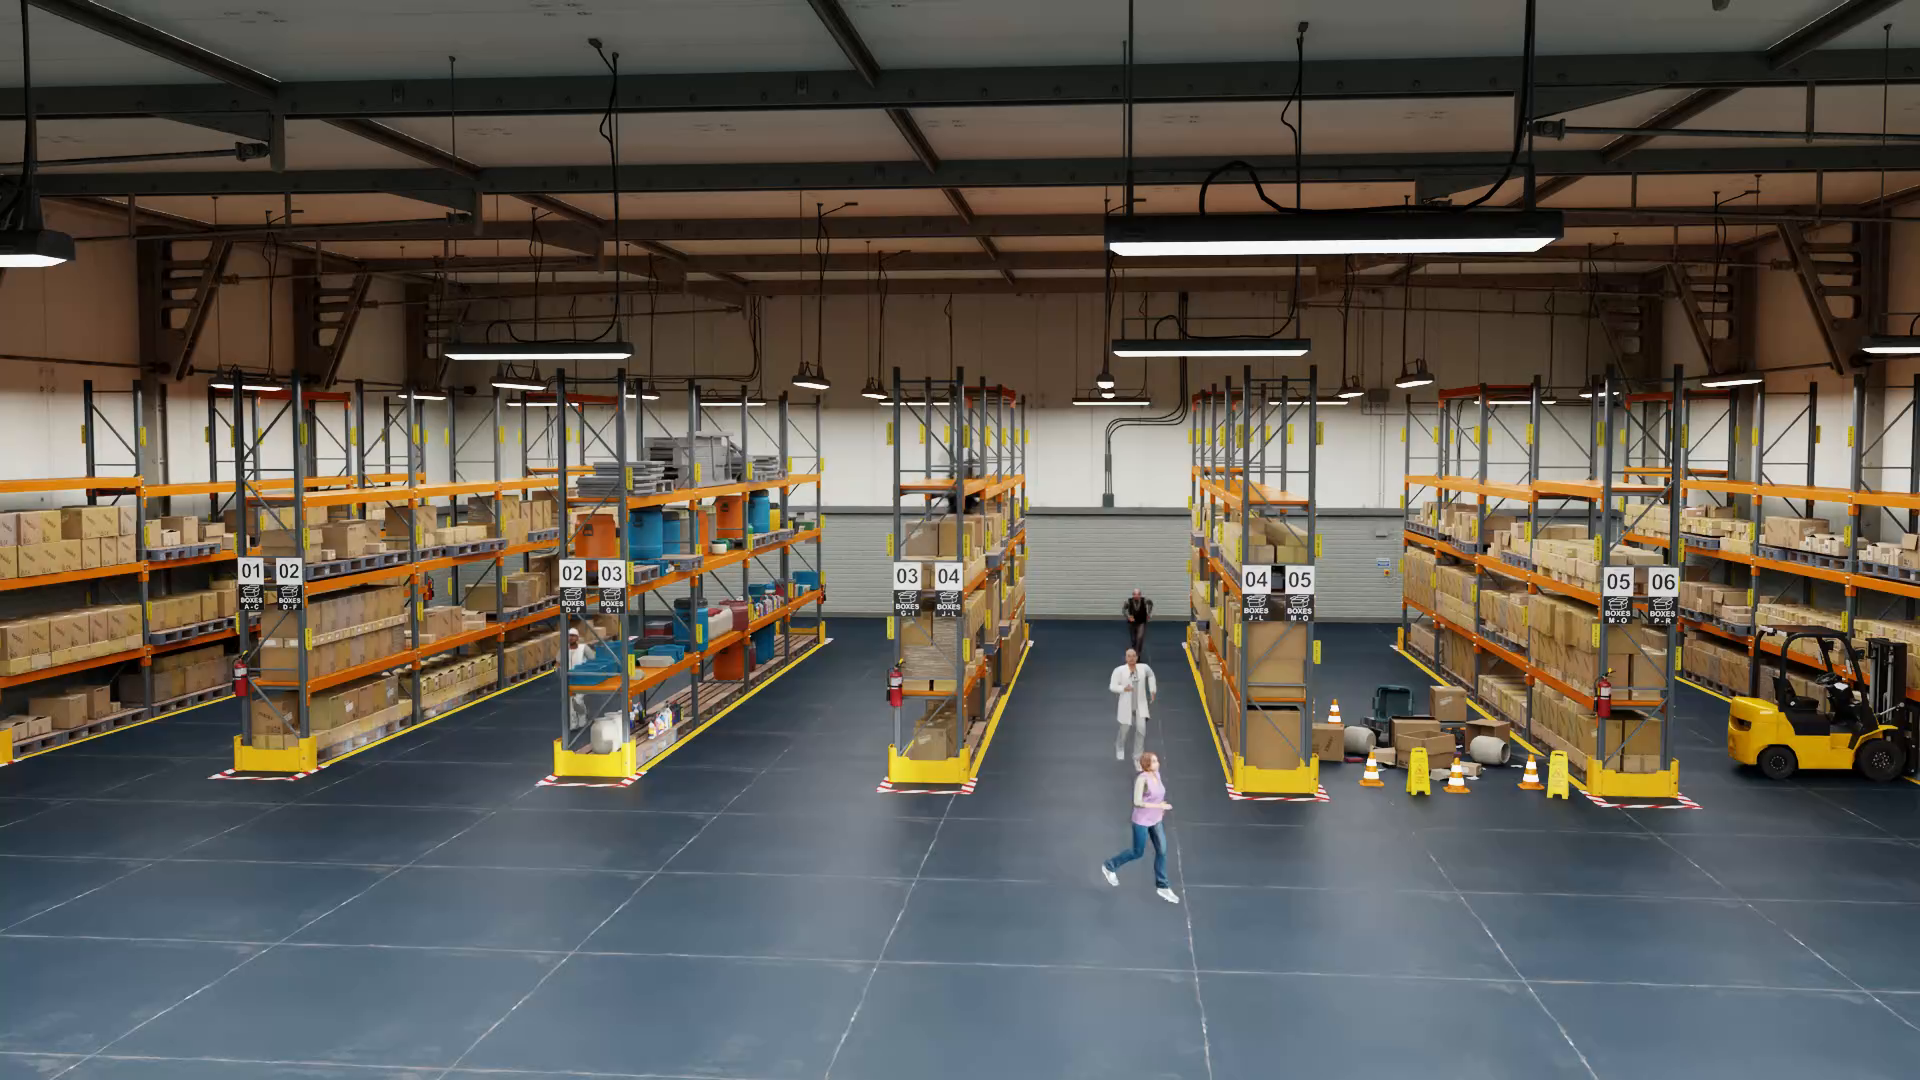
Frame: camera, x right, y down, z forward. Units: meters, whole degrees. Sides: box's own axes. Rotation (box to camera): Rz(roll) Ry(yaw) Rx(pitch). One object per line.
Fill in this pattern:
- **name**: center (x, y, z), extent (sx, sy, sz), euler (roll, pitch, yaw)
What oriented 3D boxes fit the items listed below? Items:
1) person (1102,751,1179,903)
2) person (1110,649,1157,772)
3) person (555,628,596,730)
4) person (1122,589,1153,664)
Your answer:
- **person**: center (1.989, 3.080, 18.076), extent (0.886, 1.606, 0.551), euler (3, 5, 41)
- **person**: center (2.618, 2.553, 25.202), extent (0.731, 1.836, 0.988), euler (0, 4, -1)
- **person**: center (-6.563, 2.372, 28.187), extent (0.669, 1.737, 0.589), euler (0, 4, 3)
- **person**: center (3.938, 1.897, 37.058), extent (0.697, 1.681, 1.013), euler (0, 4, 1)
